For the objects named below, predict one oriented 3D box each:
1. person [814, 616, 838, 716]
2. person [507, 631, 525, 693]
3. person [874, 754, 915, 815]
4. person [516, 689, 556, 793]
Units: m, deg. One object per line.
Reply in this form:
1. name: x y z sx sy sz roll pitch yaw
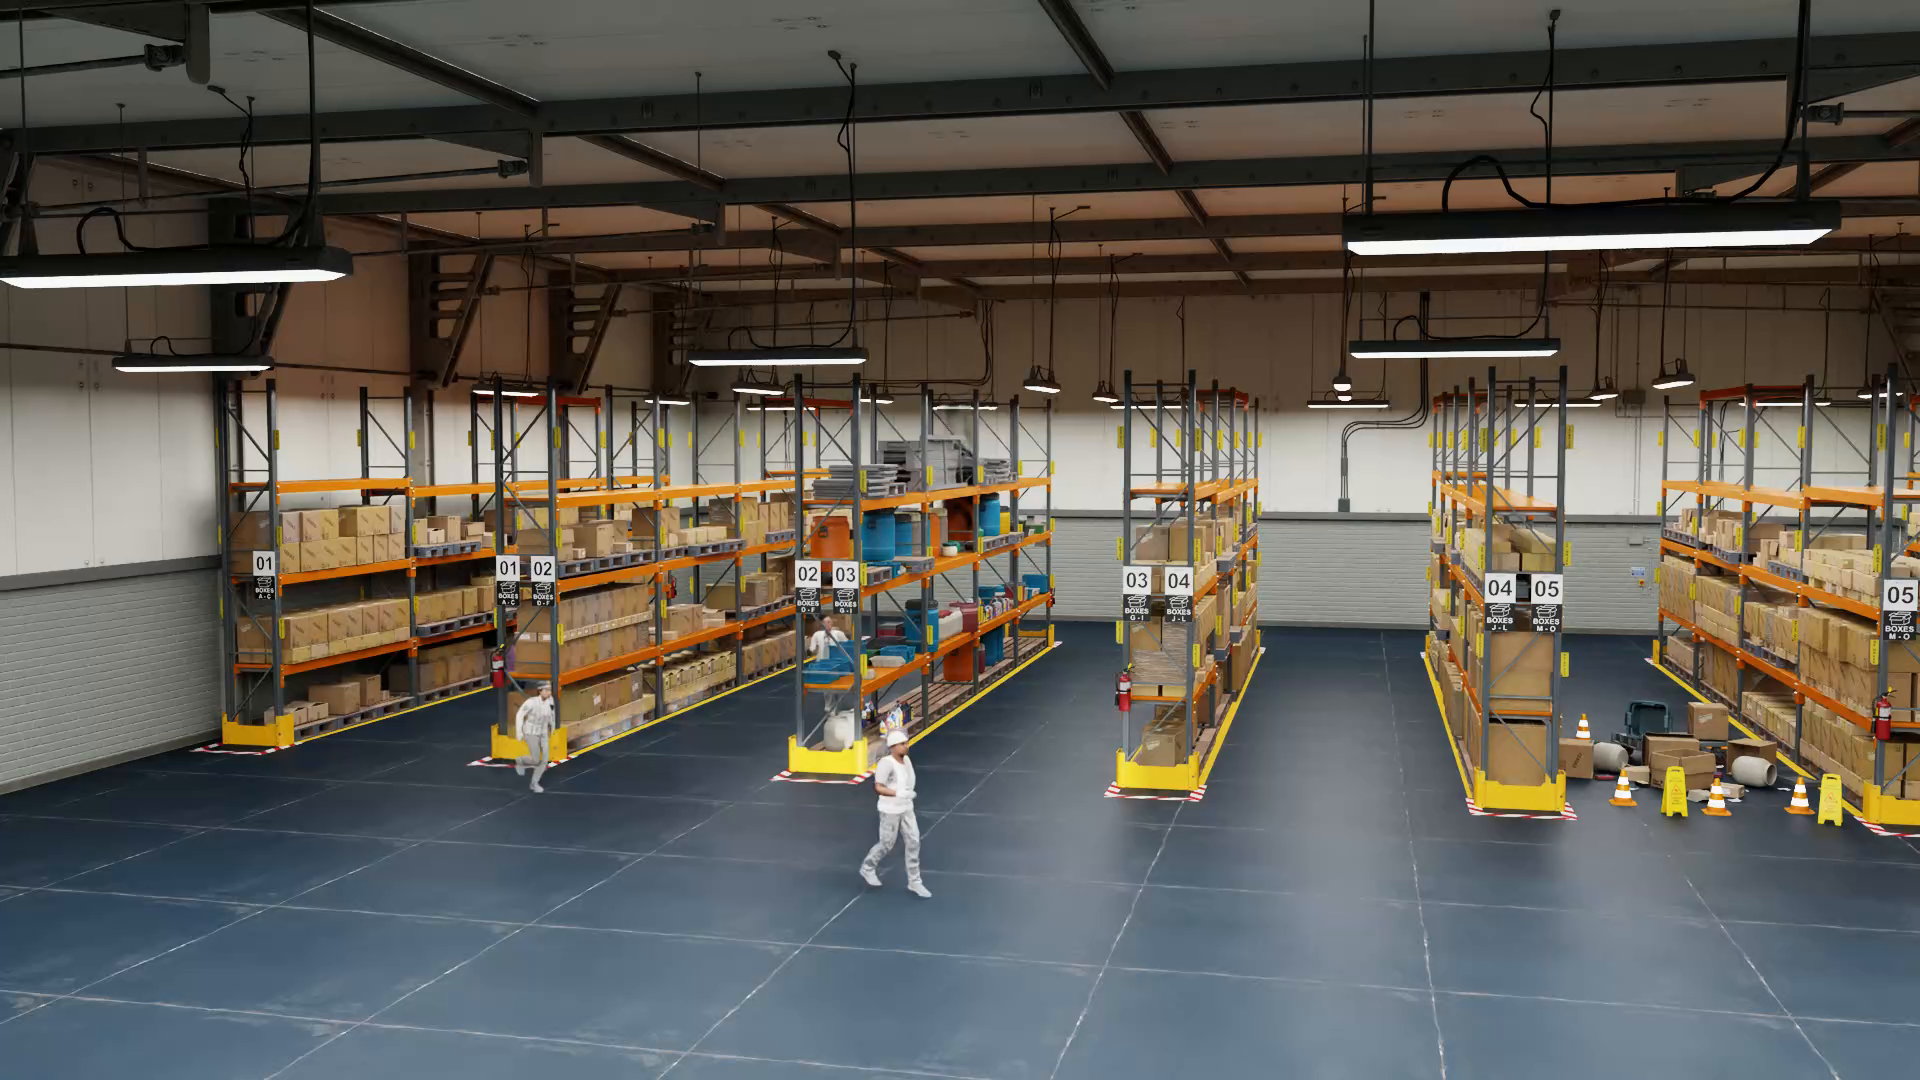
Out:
1. person: -2.403 2.305 30.191 0.650 1.802 0.752 1 3 10
2. person: -8.014 2.425 29.888 0.469 1.559 0.549 0 3 3
3. person: -0.744 2.679 18.321 0.458 0.635 0.636 3 4 36
4. person: -6.090 2.803 23.814 0.701 1.563 0.601 2 4 33
